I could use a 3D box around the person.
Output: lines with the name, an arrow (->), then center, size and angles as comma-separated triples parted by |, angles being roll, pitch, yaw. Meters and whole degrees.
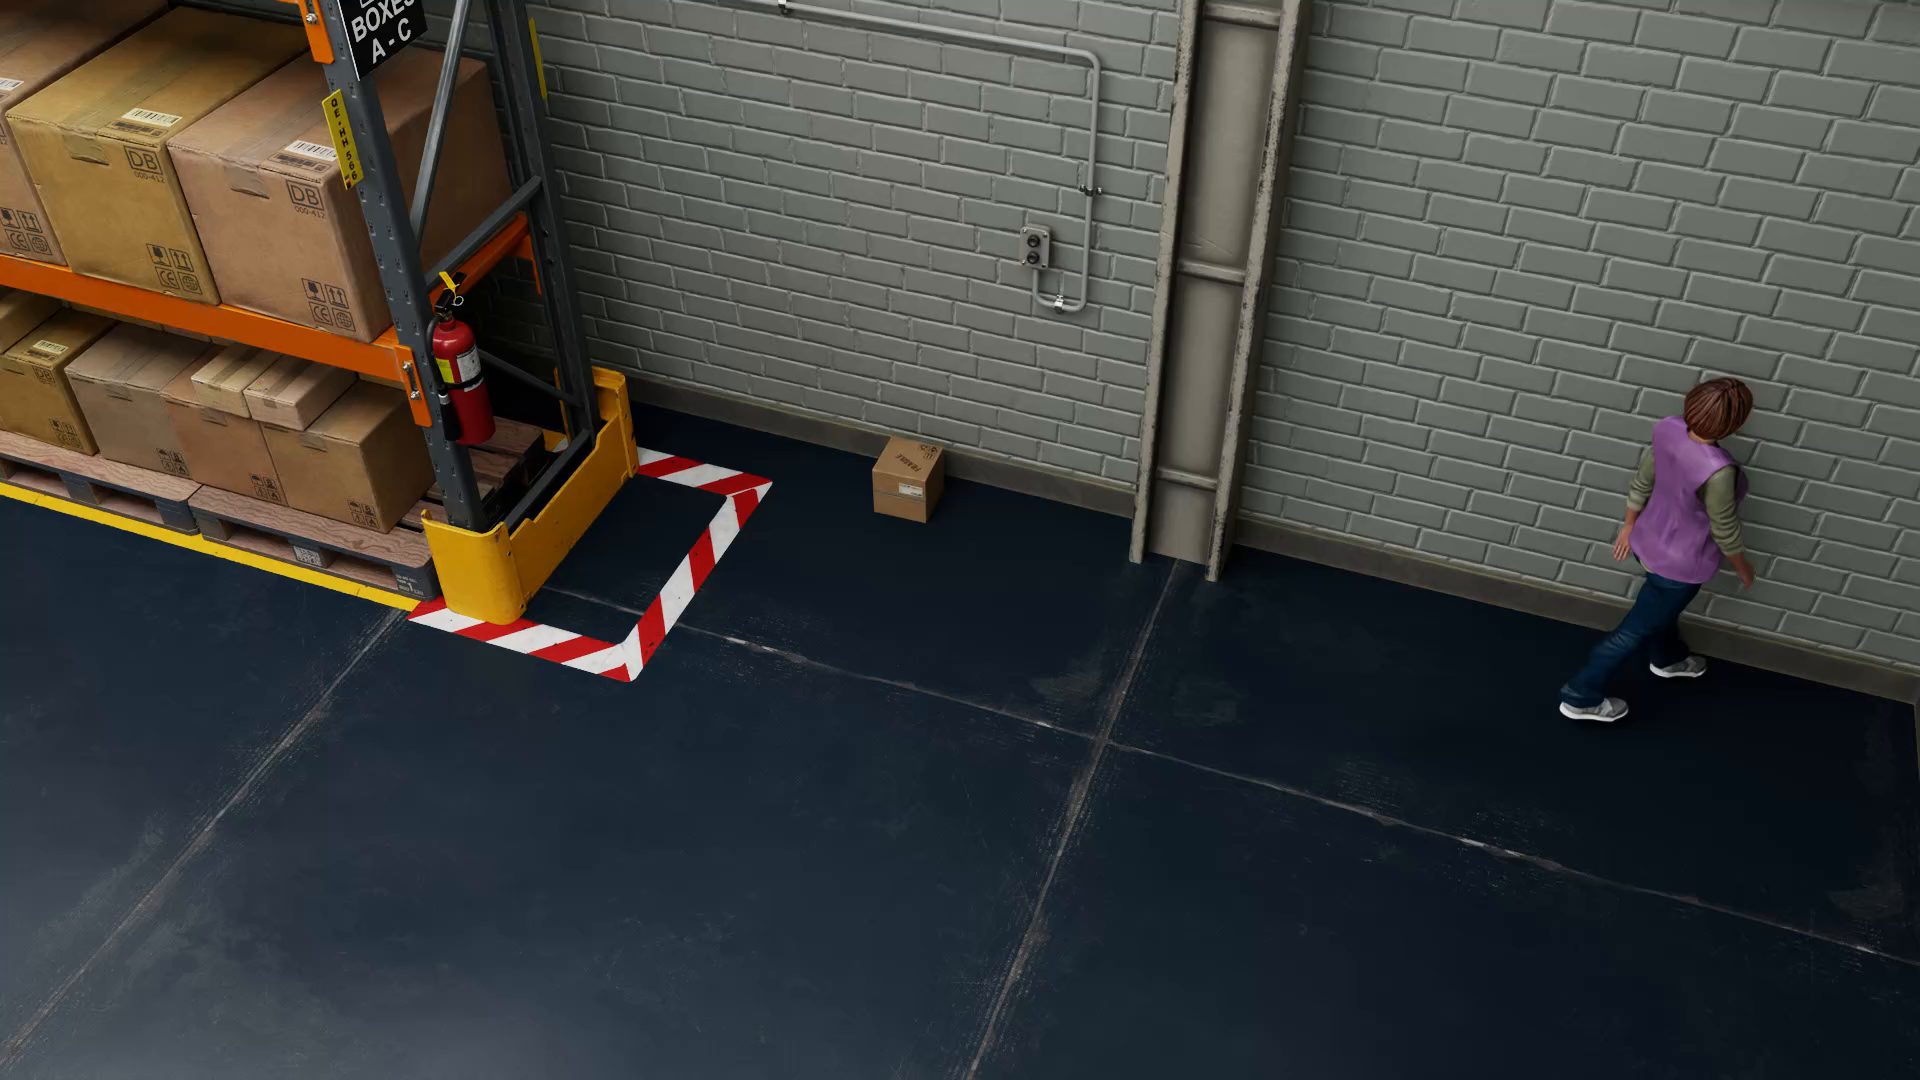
person -> 2.701, 0.045, 6.106 | 0.709, 1.592, 0.419 | -6, 42, -6
